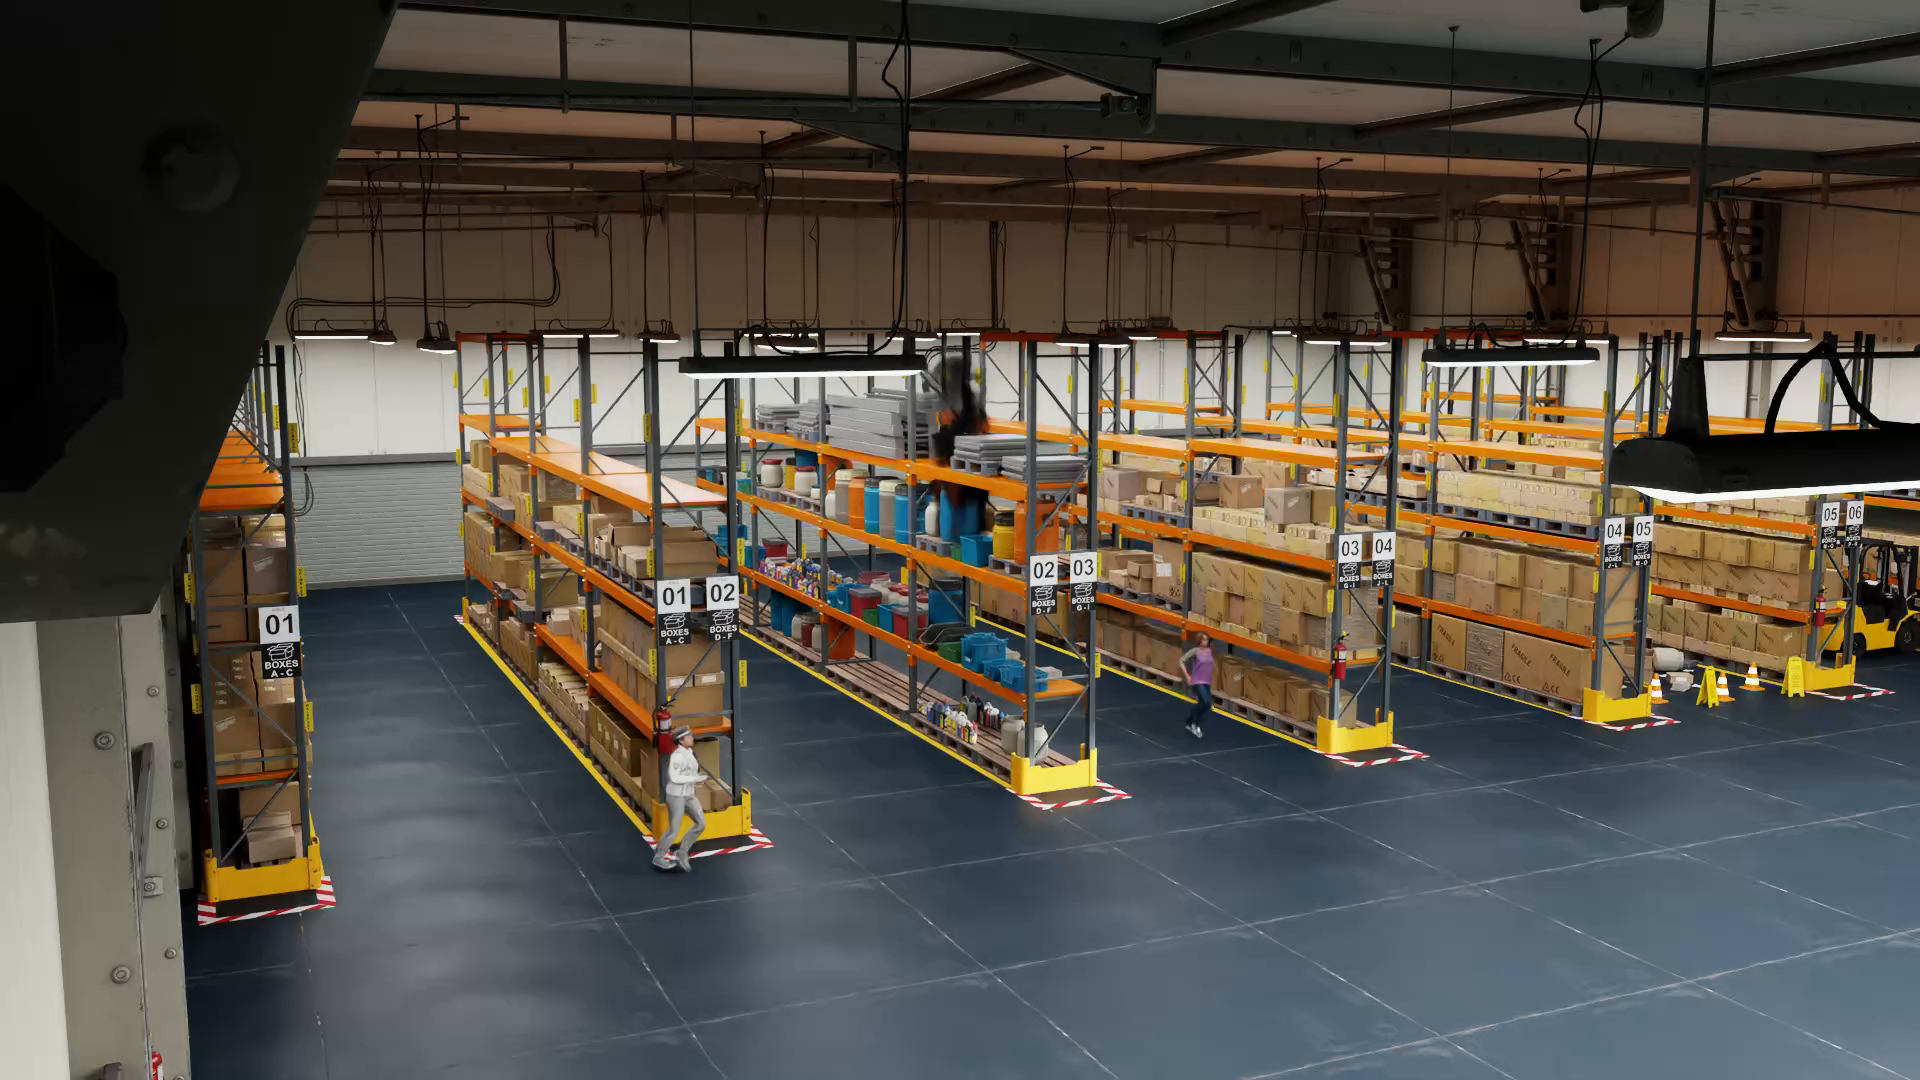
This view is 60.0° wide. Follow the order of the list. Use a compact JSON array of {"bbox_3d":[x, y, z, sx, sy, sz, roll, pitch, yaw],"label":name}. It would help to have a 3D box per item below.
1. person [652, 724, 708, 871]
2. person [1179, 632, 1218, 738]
[{"bbox_3d":[-3.168,2.950,19.081,0.673,1.712,0.615,2,8,15],"label":"person"},{"bbox_3d":[3.630,2.176,25.000,0.505,1.592,0.662,-6,10,-38],"label":"person"}]
